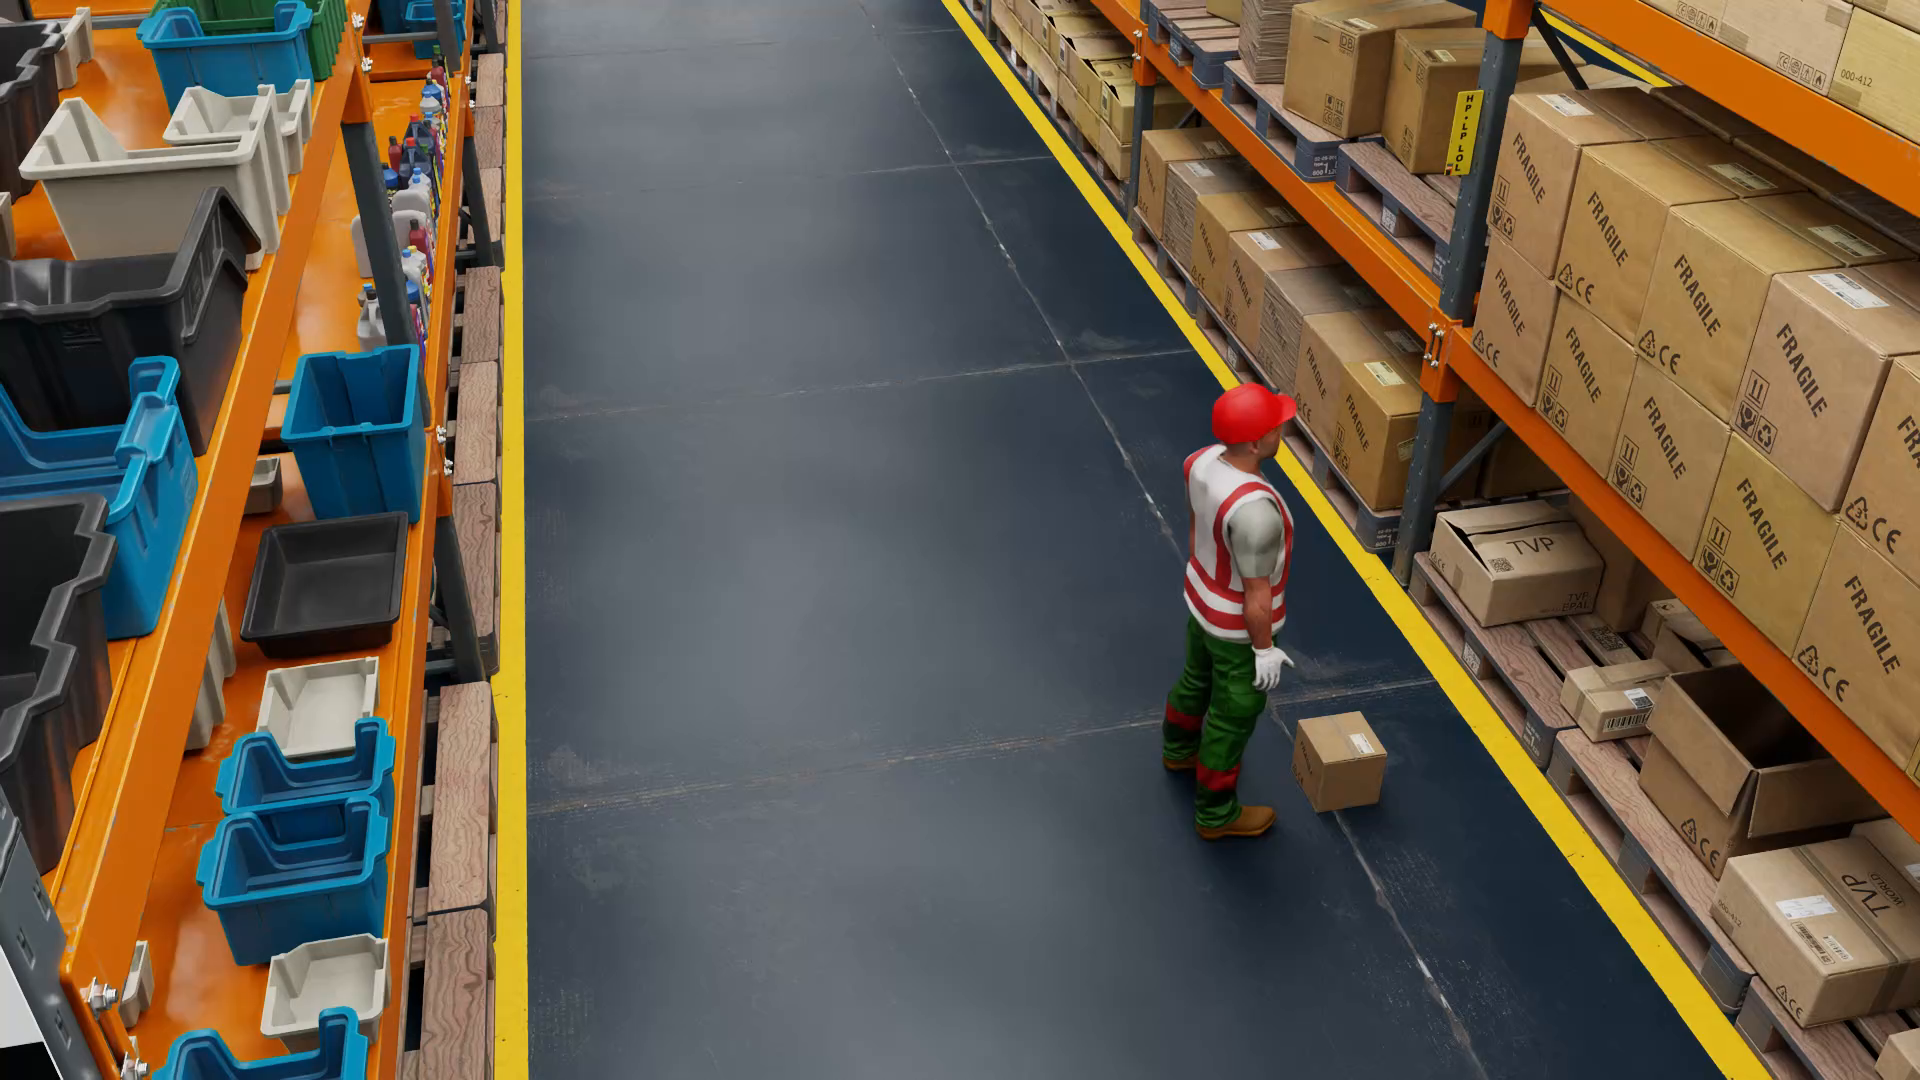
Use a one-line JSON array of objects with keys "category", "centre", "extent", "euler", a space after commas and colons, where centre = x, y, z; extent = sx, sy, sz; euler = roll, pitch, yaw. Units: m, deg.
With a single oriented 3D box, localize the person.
[{"category": "person", "centre": [0.955, 0.248, 5.746], "extent": [0.366, 1.791, 0.587], "euler": [-7, 35, -10]}]
